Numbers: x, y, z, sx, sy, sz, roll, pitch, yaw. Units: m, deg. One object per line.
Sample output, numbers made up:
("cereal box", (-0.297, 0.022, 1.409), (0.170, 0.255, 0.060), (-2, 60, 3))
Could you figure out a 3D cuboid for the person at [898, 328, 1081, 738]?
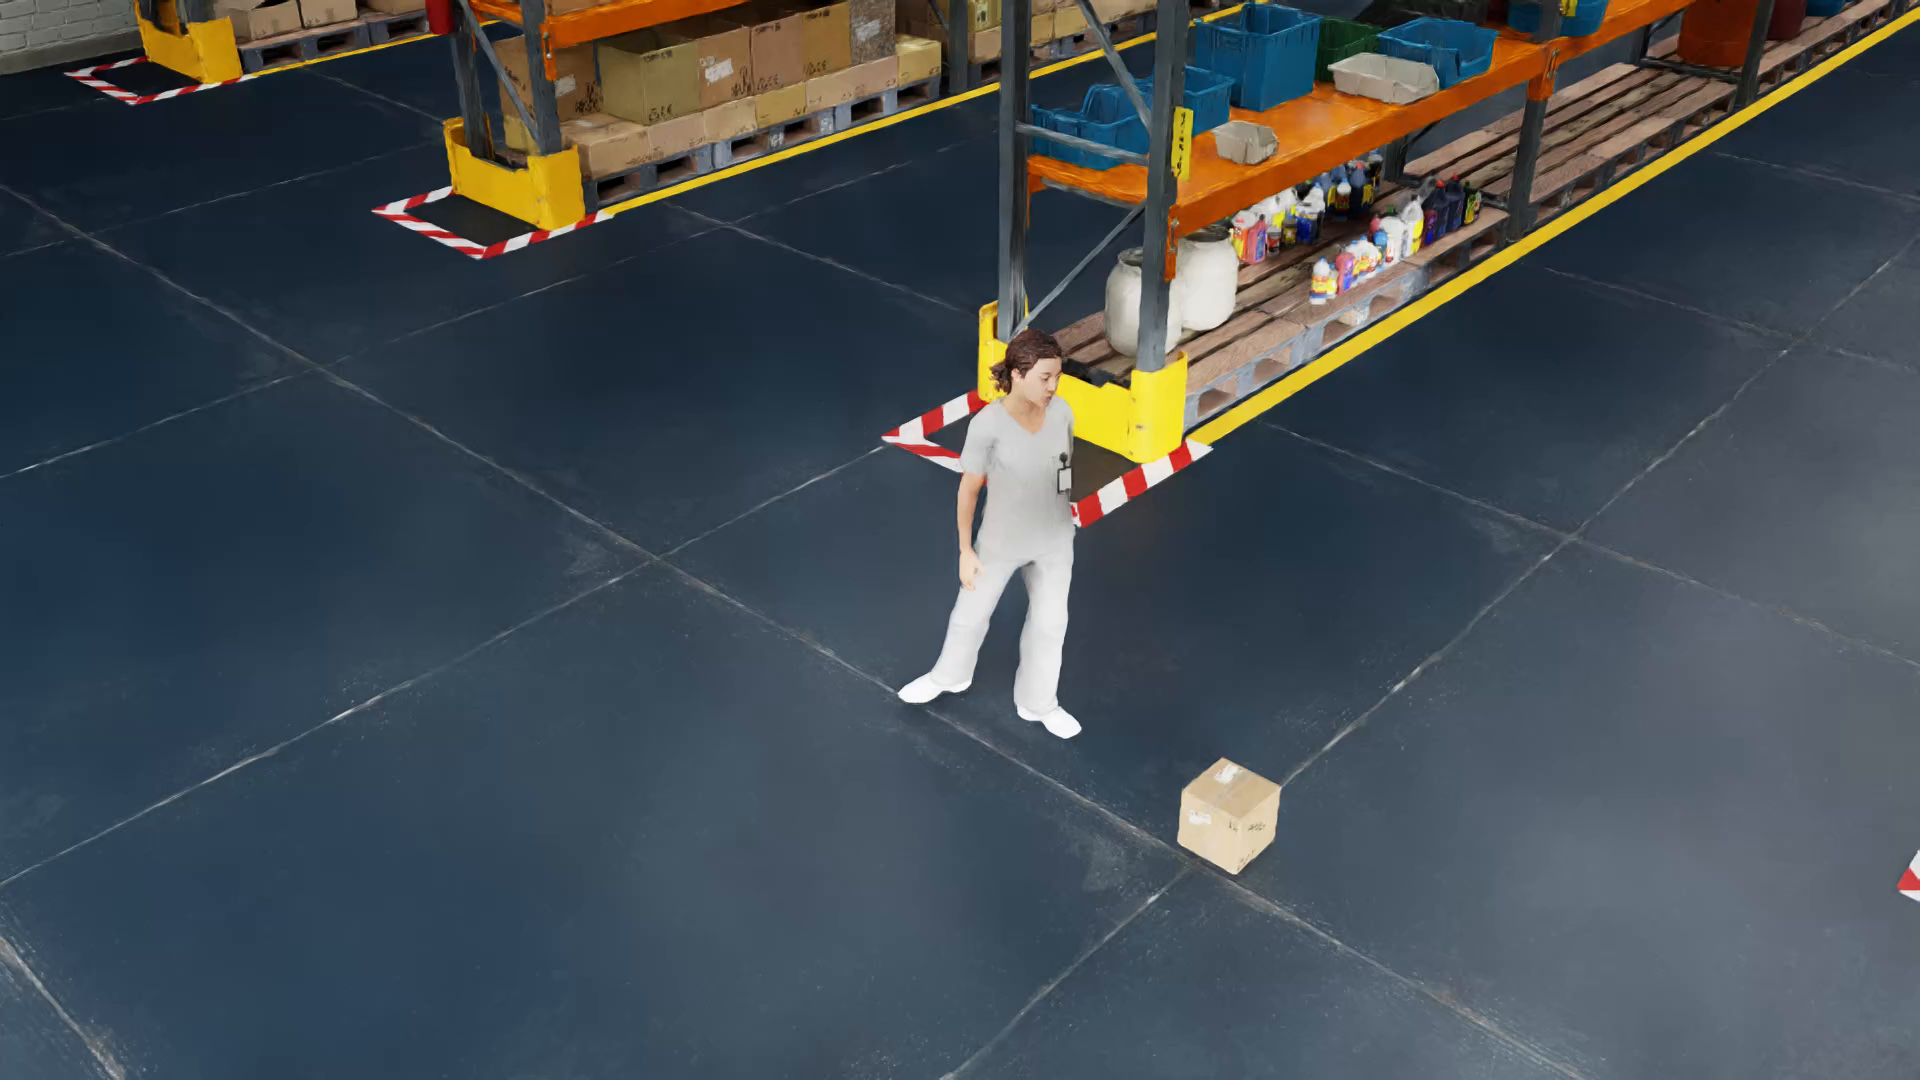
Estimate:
("person", (0.108, -0.008, 6.153), (0.646, 1.668, 0.471), (-8, 32, -13))
